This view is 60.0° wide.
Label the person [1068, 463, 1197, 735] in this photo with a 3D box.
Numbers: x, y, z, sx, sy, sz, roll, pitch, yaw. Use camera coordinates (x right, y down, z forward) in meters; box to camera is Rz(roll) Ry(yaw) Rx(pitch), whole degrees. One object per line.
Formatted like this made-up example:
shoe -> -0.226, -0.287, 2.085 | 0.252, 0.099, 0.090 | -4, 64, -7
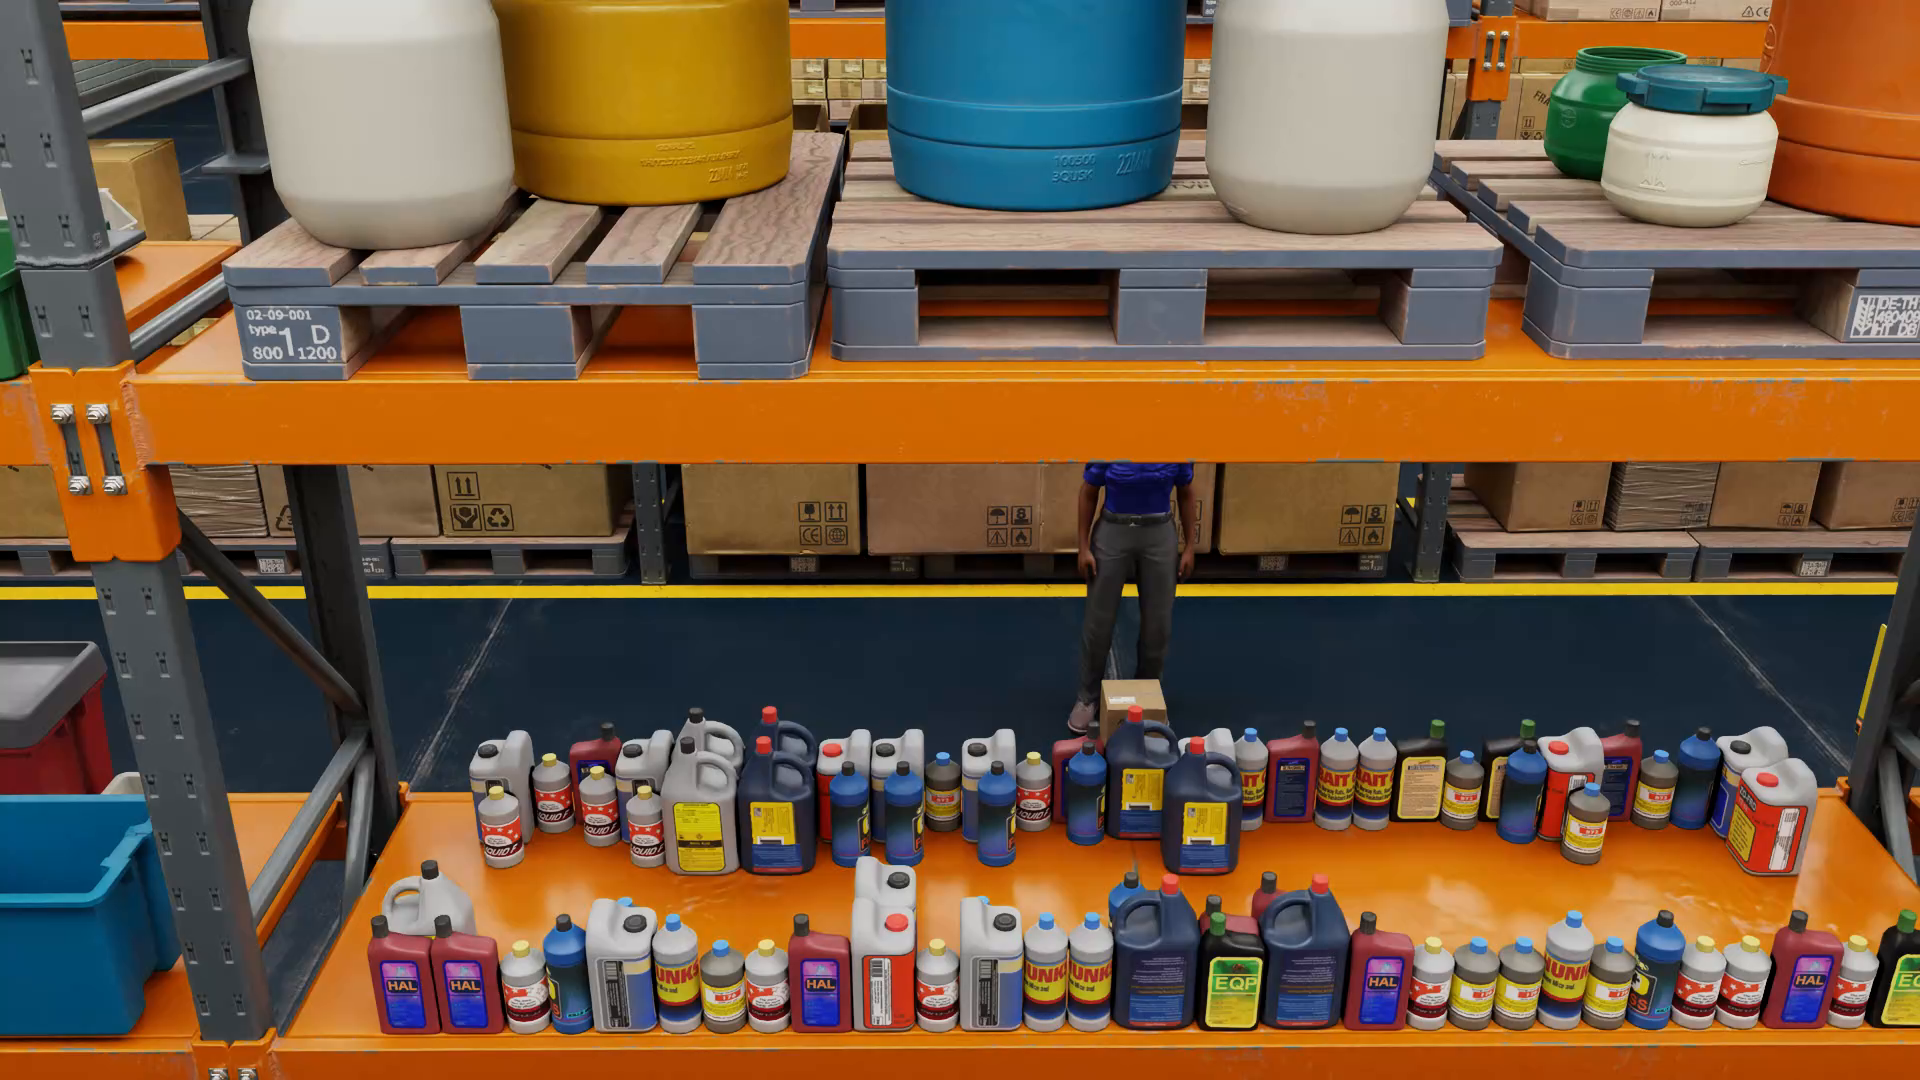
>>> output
person -> 0.733, 0.033, 7.036 | 0.527, 1.655, 0.348 | -1, 24, -1
